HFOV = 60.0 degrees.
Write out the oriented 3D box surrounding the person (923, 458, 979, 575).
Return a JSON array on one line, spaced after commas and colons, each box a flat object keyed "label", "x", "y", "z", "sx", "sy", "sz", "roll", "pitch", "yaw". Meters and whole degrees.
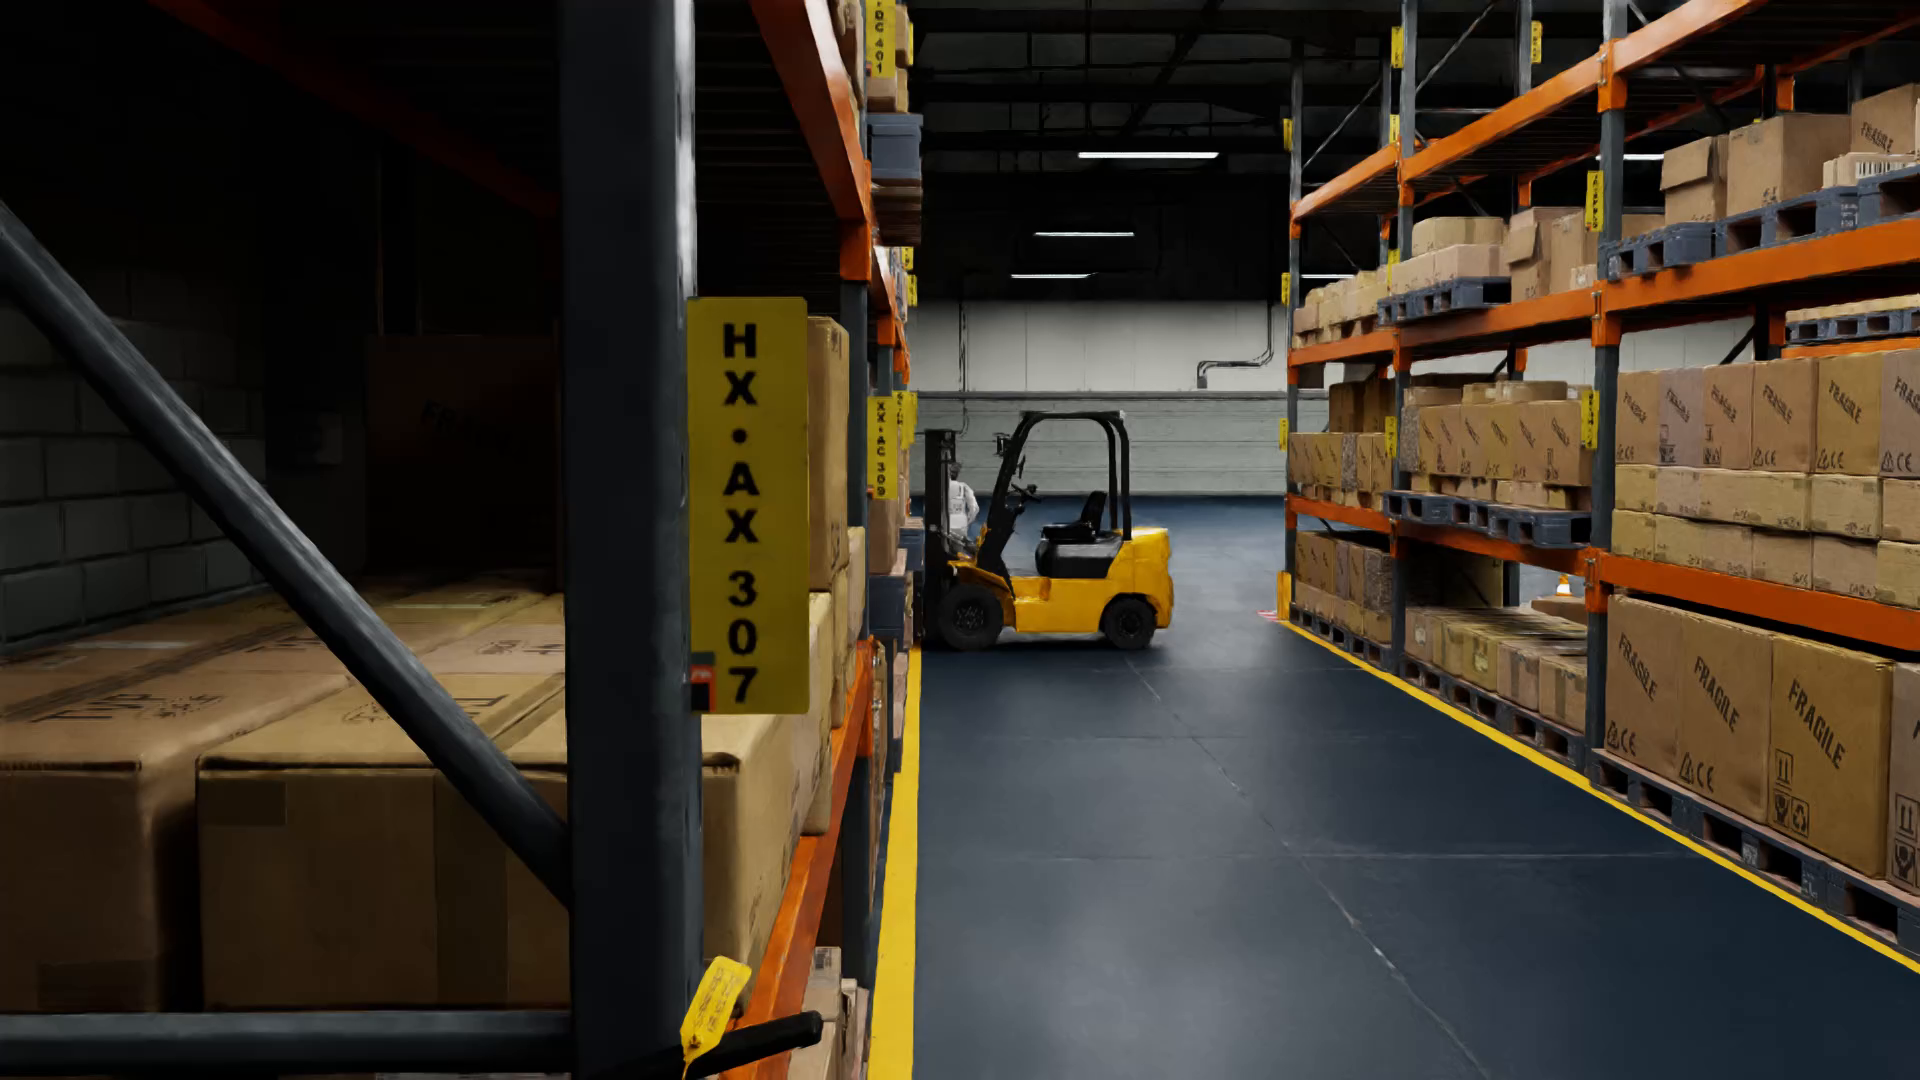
[{"label": "person", "x": -0.105, "y": -0.116, "z": 18.992, "sx": 0.635, "sy": 1.661, "sz": 0.578, "roll": 0, "pitch": 4, "yaw": -2}]
